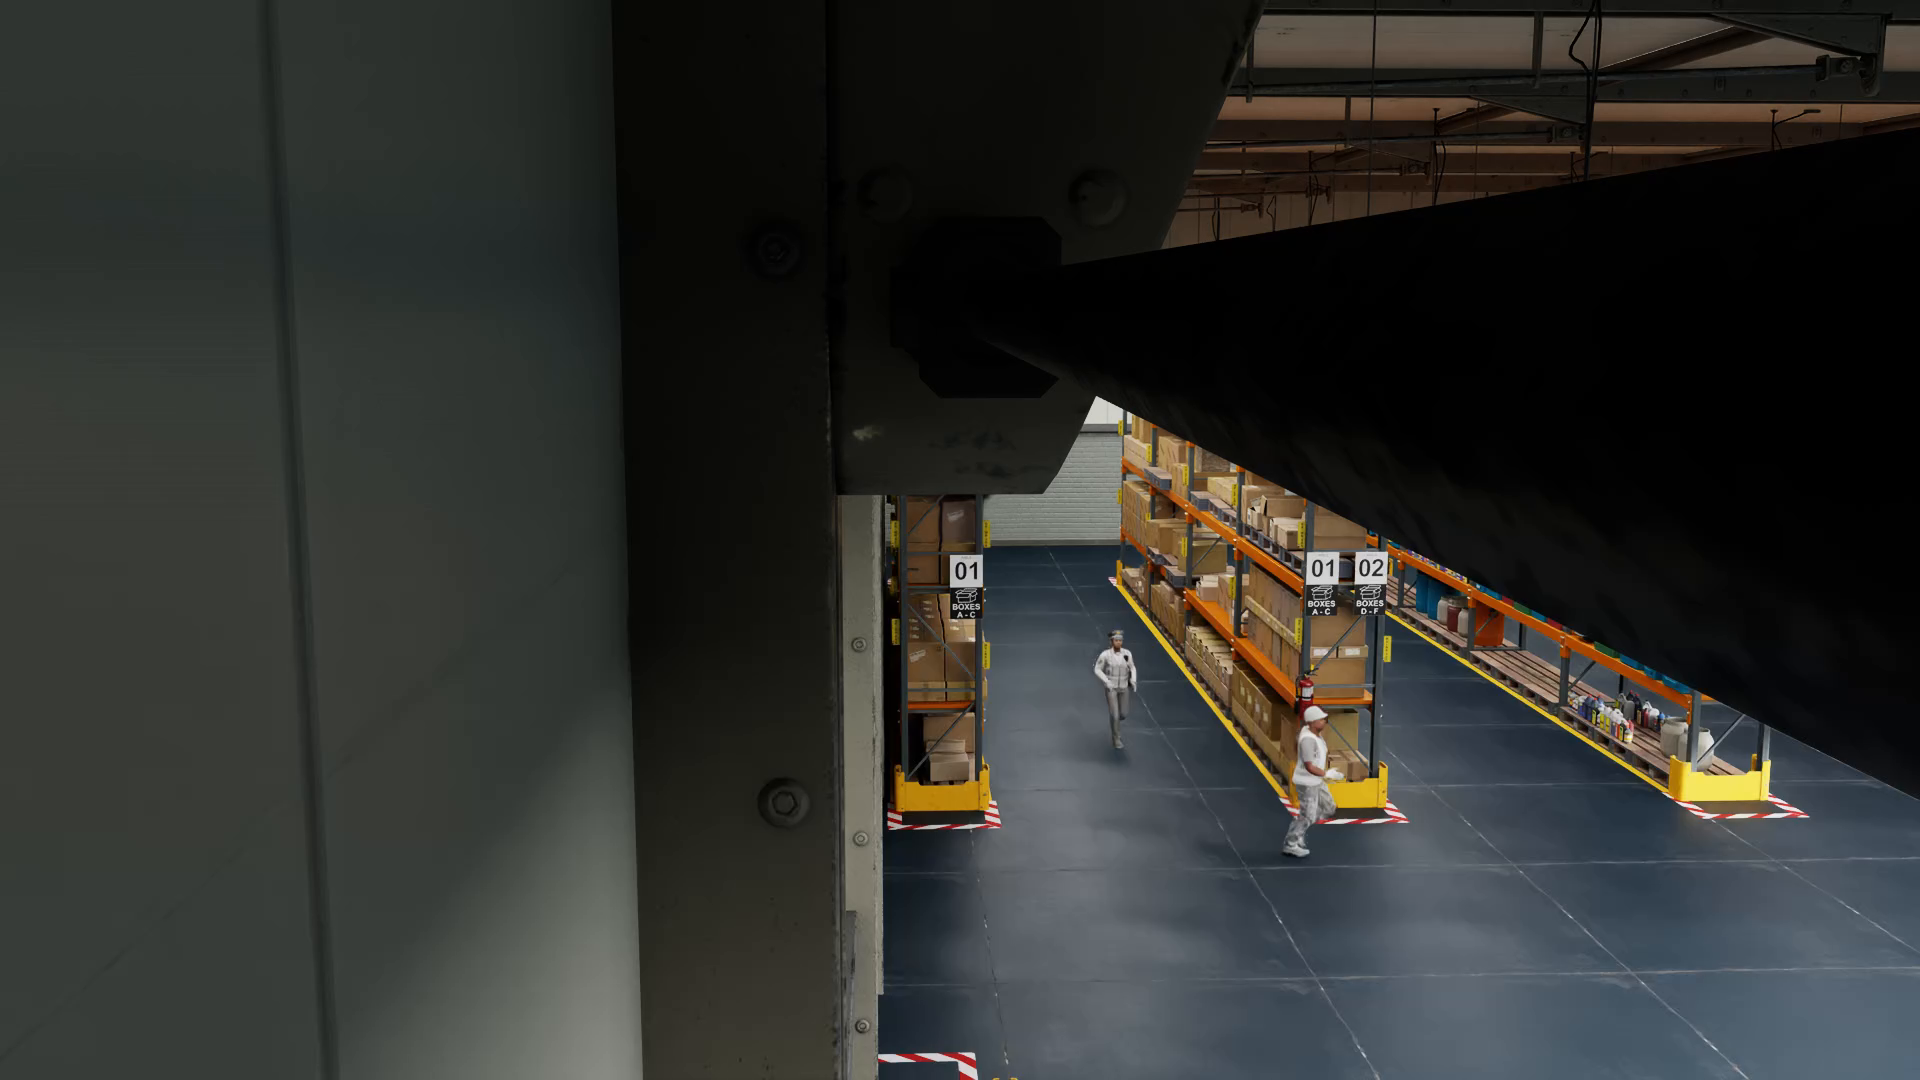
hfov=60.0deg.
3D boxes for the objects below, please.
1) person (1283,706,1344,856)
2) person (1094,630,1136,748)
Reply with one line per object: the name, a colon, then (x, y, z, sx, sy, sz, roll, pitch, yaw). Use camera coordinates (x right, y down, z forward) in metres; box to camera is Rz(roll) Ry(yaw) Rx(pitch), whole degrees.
person: (4.002, 2.714, 18.751, 0.671, 1.731, 0.677, 3, 9, 19)
person: (2.199, 2.075, 23.491, 0.617, 1.662, 0.537, -2, 9, -10)
